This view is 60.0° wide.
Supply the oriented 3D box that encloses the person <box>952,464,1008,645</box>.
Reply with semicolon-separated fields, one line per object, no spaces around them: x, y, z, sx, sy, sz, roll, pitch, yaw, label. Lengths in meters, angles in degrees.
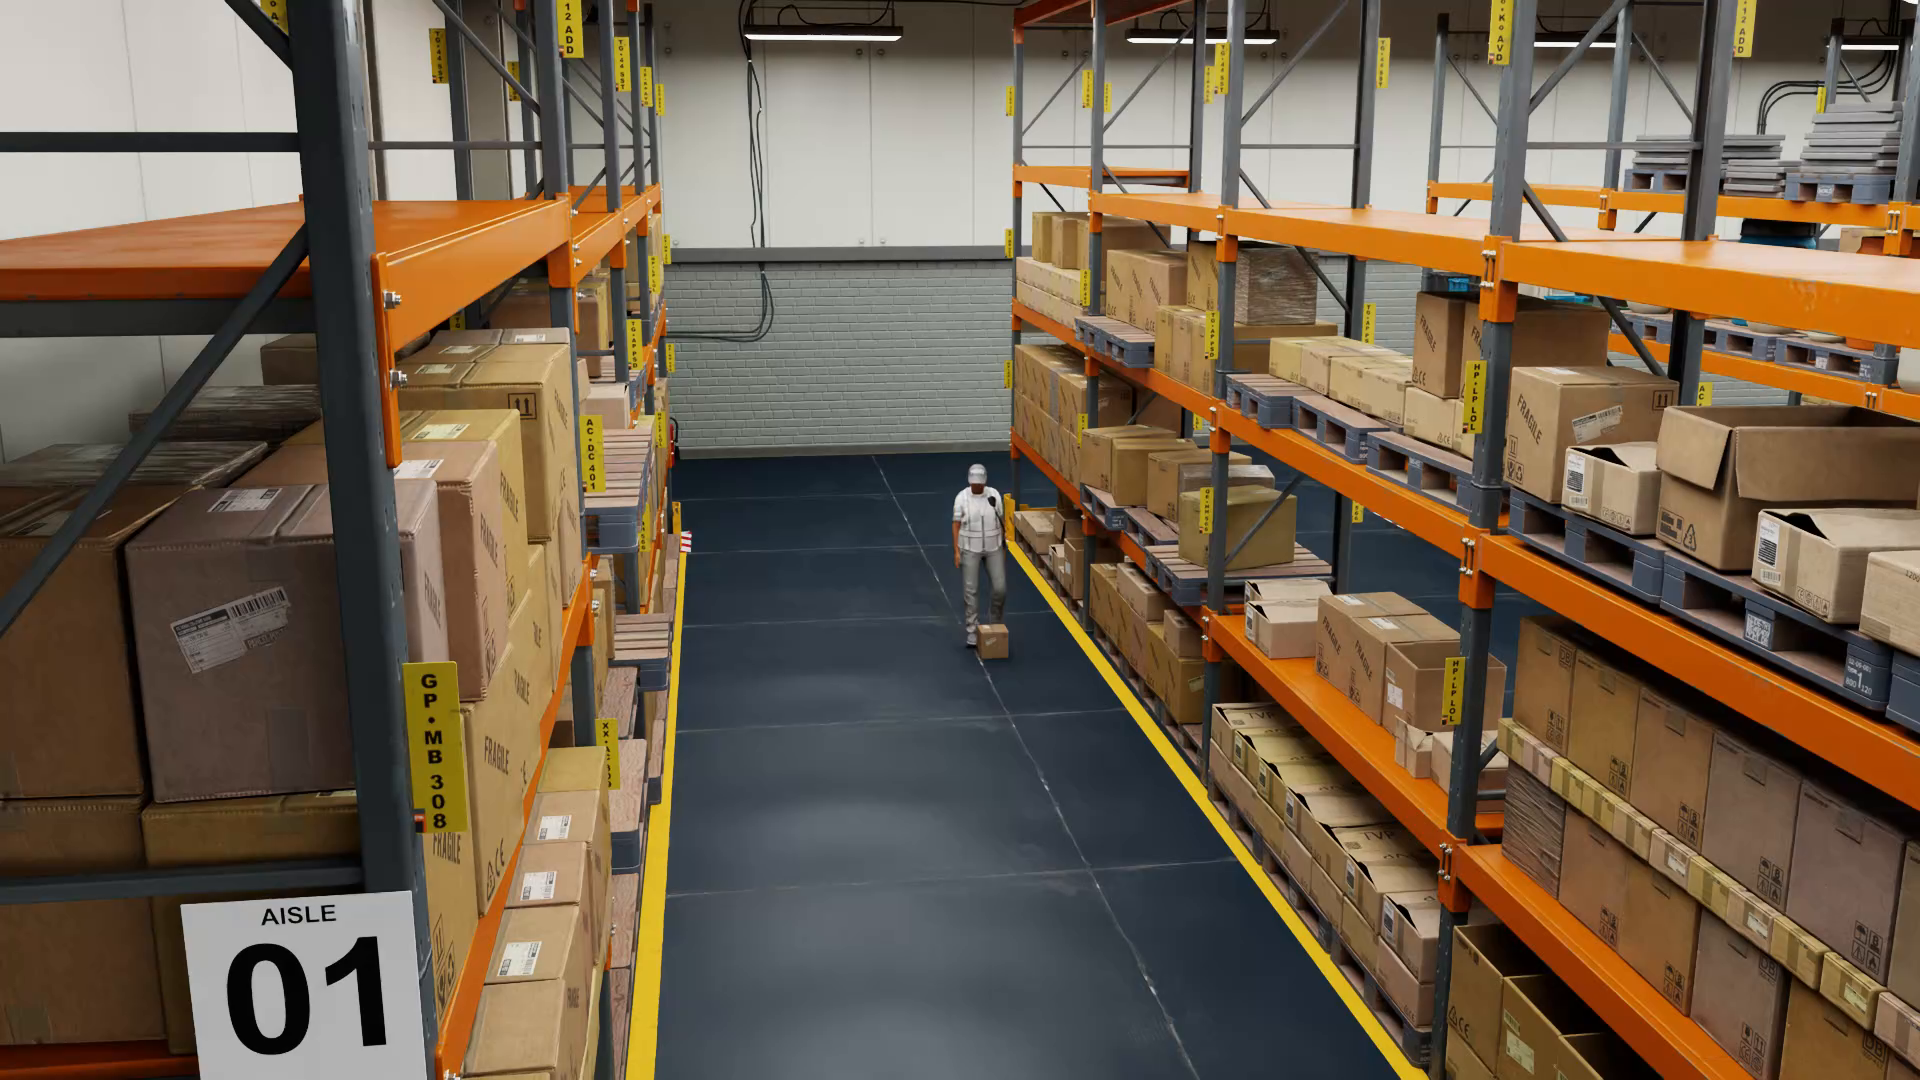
0.194;0.135;15.391;0.508;1.696;0.486;-2;13;-8;person
